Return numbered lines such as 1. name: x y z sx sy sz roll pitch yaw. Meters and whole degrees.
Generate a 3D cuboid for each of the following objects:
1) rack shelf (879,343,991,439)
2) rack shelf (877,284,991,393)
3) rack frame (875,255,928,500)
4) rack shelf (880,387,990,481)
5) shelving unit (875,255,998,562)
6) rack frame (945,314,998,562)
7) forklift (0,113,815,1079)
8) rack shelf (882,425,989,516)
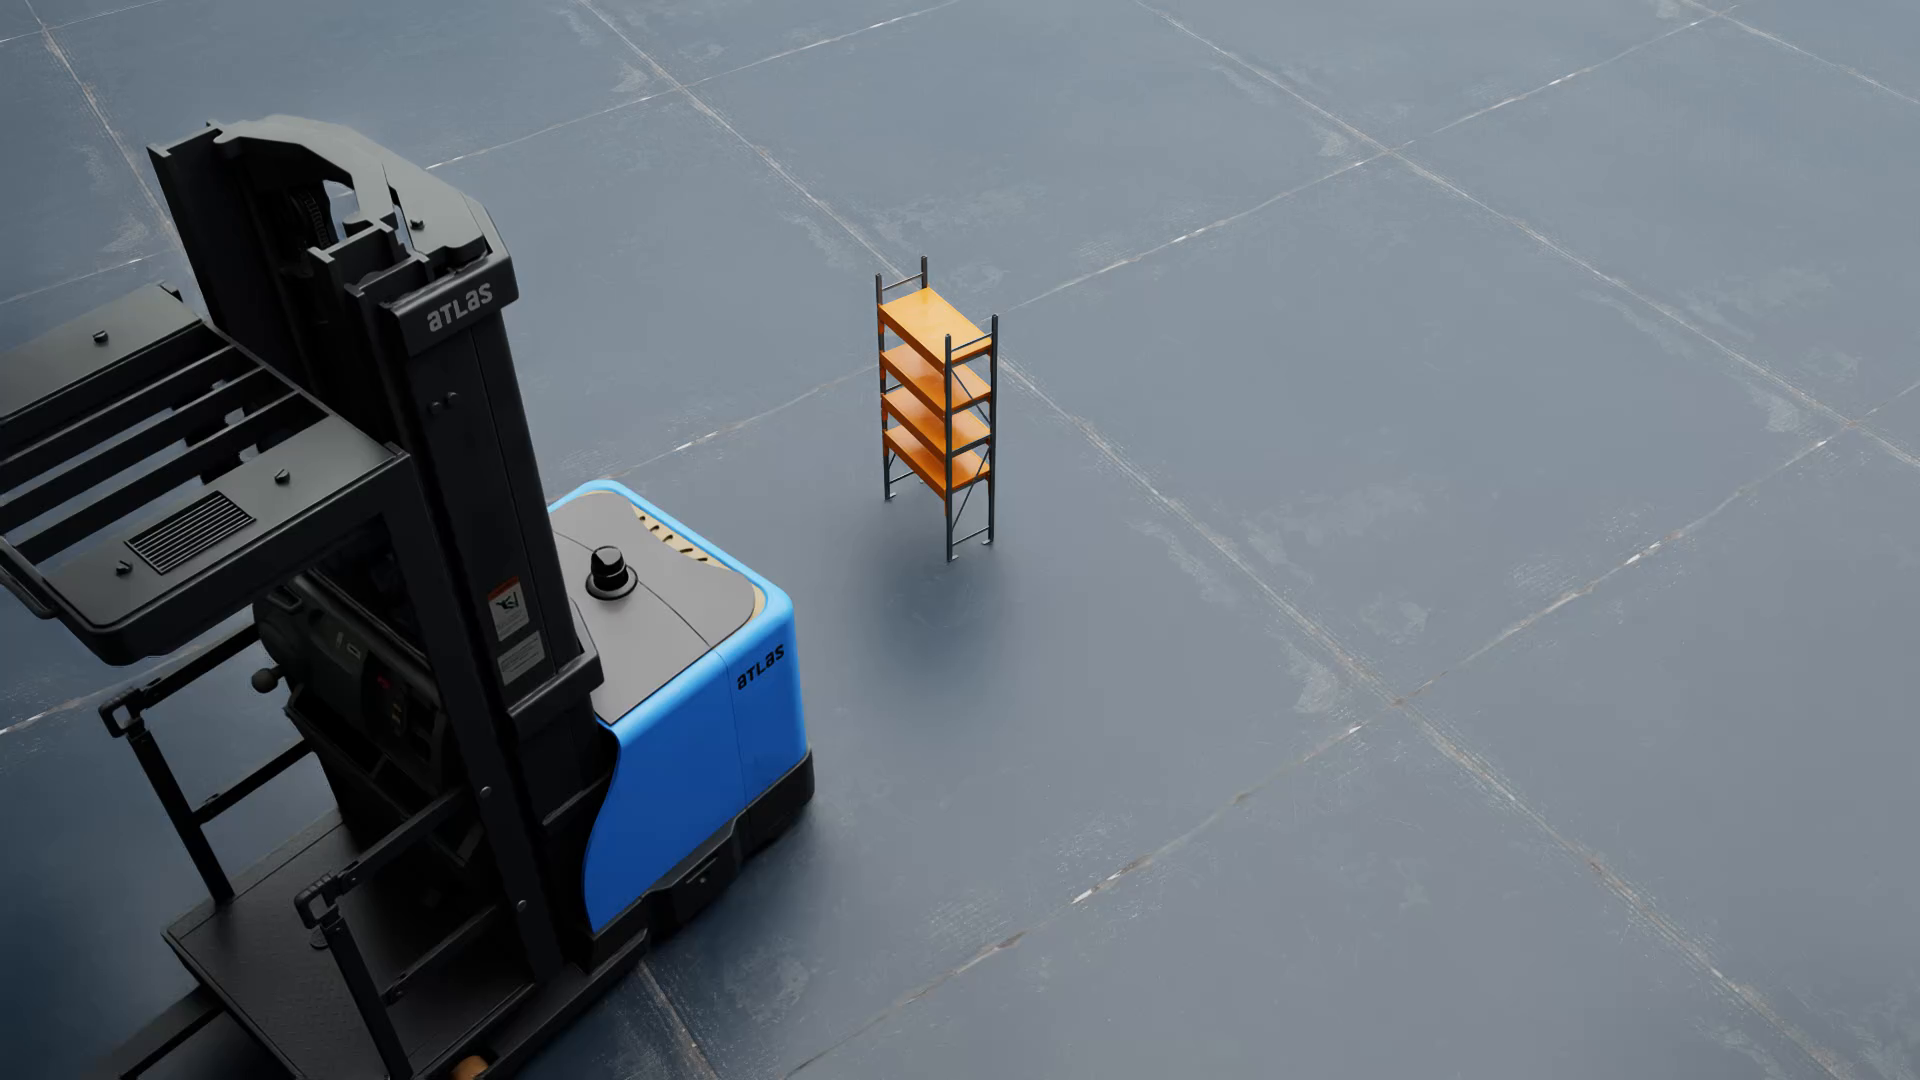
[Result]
1. rack shelf: -0.095 -0.641 6.817 0.258 0.148 0.480 -26 49 -24
2. rack shelf: -0.095 -0.812 6.654 0.258 0.148 0.480 -26 49 -24
3. rack frame: -0.234 -0.666 7.070 0.240 1.200 0.015 -26 49 -24
4. rack shelf: -0.095 -0.479 6.971 0.258 0.148 0.480 -26 49 -24
5. shelving unit: -0.095 -0.528 6.925 0.258 1.200 0.503 -26 49 -24
6. rack frame: 0.045 -0.390 6.780 0.240 1.200 0.015 -26 49 -24
7. forklift: -1.881 0.461 4.635 1.130 2.935 3.031 31 52 28
8. rack shelf: -0.095 -0.335 7.108 0.258 0.148 0.480 -26 49 -24
